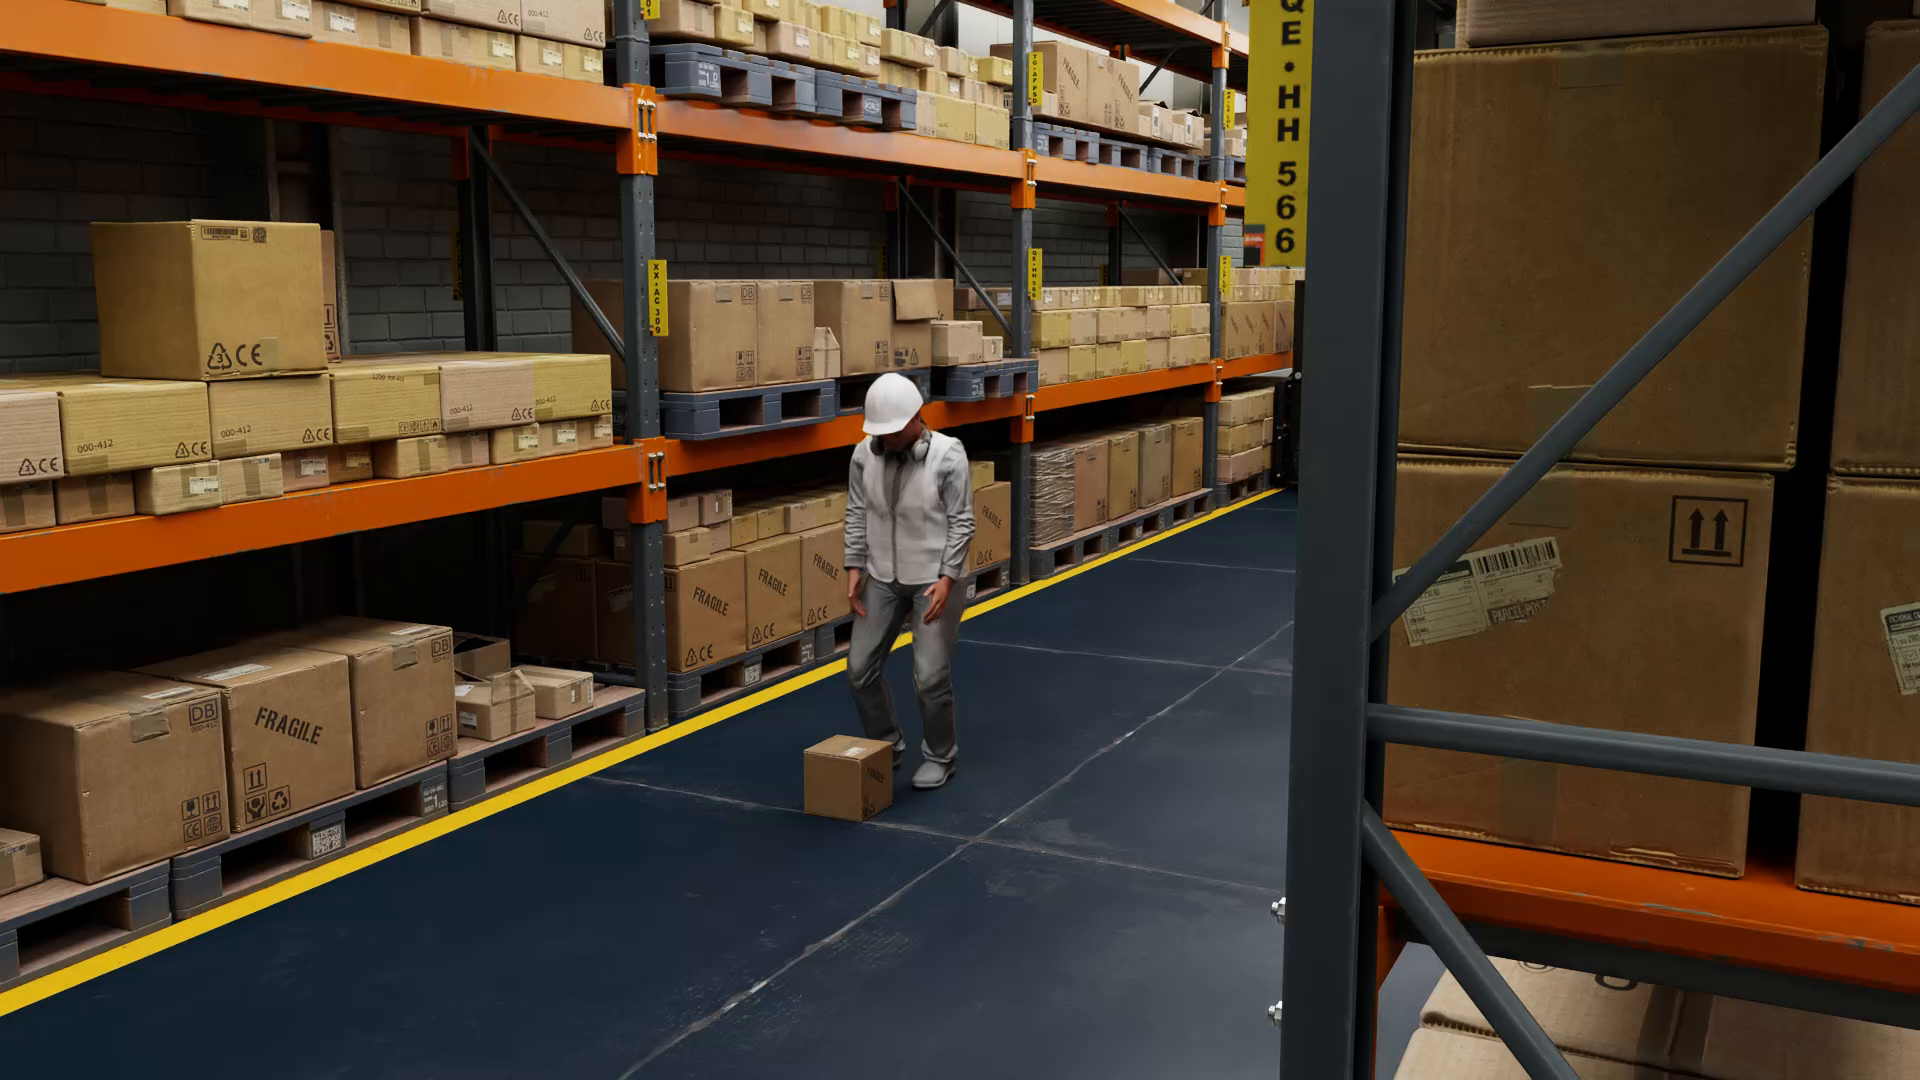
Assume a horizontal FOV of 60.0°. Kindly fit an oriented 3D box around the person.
[{"bbox_3d":[-0.197,0.158,6.659,0.574,1.665,0.559,5,10,27],"label":"person"}]
